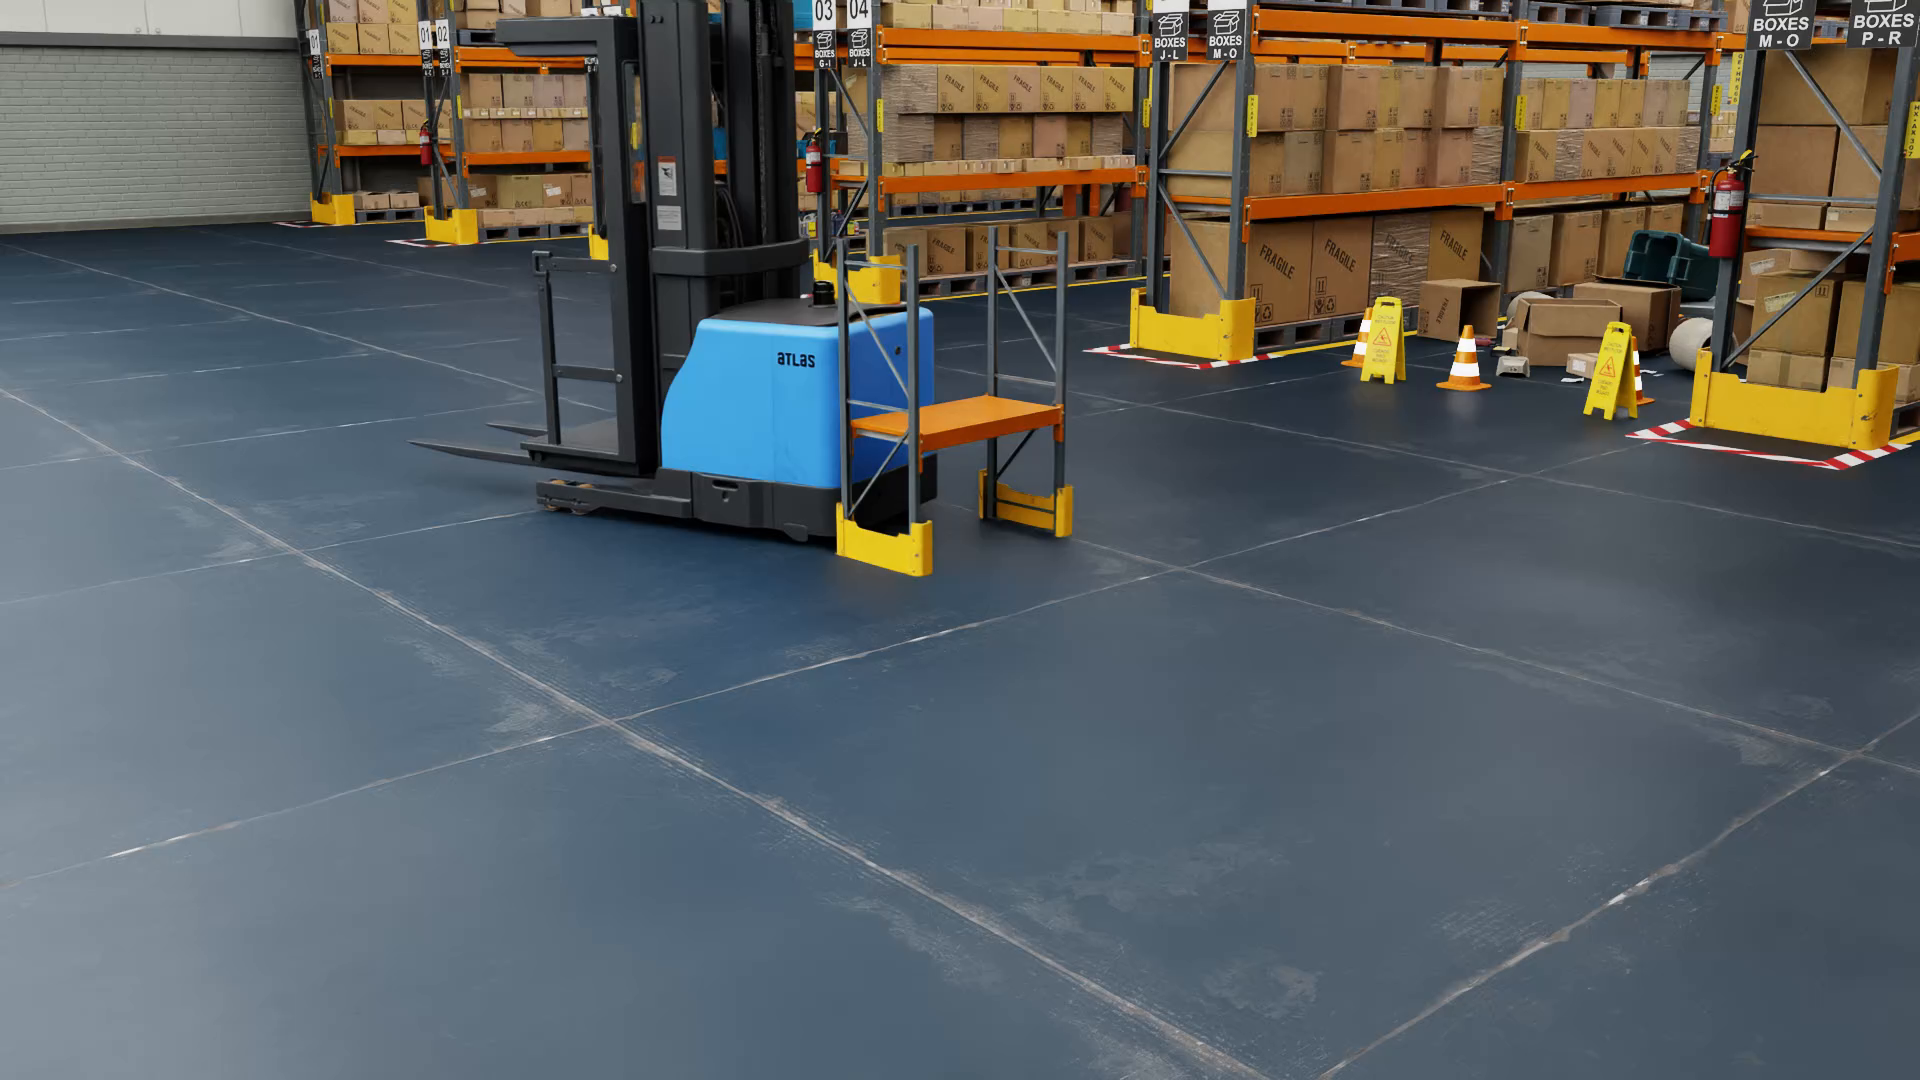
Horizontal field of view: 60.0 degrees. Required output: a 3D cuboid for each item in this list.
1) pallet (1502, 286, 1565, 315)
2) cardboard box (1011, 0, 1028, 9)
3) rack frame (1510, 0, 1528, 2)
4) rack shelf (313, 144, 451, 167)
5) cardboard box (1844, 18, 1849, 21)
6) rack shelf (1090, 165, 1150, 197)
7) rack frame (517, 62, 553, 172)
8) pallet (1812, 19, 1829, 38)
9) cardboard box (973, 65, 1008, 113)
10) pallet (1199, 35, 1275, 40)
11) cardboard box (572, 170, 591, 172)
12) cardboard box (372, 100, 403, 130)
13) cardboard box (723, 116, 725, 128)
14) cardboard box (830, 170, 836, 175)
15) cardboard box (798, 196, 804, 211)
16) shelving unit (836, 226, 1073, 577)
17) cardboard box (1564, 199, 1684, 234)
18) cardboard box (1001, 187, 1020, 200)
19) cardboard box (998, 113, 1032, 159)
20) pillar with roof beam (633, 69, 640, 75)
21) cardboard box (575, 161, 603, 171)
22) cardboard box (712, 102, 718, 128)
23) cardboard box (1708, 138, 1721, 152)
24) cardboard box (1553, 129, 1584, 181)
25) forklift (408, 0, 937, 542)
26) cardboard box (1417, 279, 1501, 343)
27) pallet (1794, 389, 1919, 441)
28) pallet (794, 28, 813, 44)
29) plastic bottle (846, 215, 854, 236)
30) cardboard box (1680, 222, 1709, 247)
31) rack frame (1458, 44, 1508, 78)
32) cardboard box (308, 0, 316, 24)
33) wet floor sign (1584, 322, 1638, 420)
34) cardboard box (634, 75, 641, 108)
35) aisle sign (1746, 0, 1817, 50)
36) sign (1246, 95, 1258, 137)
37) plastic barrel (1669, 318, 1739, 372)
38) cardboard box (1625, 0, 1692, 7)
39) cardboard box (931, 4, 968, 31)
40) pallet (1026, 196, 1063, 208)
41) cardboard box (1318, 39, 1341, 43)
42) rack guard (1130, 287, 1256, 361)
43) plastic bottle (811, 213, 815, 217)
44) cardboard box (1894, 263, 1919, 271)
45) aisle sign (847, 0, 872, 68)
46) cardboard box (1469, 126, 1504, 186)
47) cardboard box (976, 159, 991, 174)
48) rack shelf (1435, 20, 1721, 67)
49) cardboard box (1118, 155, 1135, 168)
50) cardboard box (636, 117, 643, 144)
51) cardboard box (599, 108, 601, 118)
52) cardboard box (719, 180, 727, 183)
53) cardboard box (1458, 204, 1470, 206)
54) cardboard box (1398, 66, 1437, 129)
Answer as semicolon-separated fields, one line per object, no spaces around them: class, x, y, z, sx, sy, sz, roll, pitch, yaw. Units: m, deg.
pallet;5.549;-2.550;17.389;1.213;0.211;1.003;-13;19;-39
cardboard box;0.529;-5.940;18.382;0.250;0.149;0.380;-14;20;-41
rack frame;5.016;-6.651;15.711;0.127;3.000;1.000;-13;19;-39
rack shelf;-9.427;-6.942;29.819;4.000;0.370;1.077;-13;19;-39
cardboard box;11.572;-6.761;21.257;0.500;0.250;0.500;-12;19;-38
rack shelf;3.345;-4.726;21.525;4.000;0.370;1.077;-13;19;-39
rack frame;-7.918;-7.628;30.994;0.127;3.000;1.000;-13;19;-39
pallet;9.735;-6.206;20.222;1.003;0.211;1.213;-13;19;-39
cardboard box;0.171;-4.941;18.227;0.500;0.500;0.500;-13;19;-39
pallet;3.153;-6.354;20.775;1.003;0.211;1.213;-13;19;-39
cardboard box;-5.973;-5.714;26.890;0.500;0.500;0.500;-13;19;-39
cardboard box;-9.999;-7.354;28.767;0.500;0.500;0.500;-13;19;-39
cardboard box;-3.676;-6.929;28.183;0.500;0.500;0.500;-11;18;-35
cardboard box;-2.957;-7.861;35.218;0.750;0.750;0.750;-12;19;-38
cardboard box;-3.037;-5.819;28.738;0.500;0.250;0.500;-12;19;-38
shelving unit;-0.014;-0.704;7.980;0.587;1.500;1.083;14;20;42
cardboard box;7.515;-3.460;18.937;0.750;0.750;1.050;-13;20;-40
cardboard box;0.809;-6.803;31.897;0.500;0.500;0.500;-13;19;-39
cardboard box;0.341;-4.604;18.903;0.500;0.500;0.875;-13;19;-39
pillar with roof beam;-3.623;-10.314;29.425;0.400;9.000;9.100;-13;19;-39
cardboard box;-7.044;-7.198;31.924;0.500;0.250;0.500;-13;20;-41
cardboard box;-5.248;-8.485;33.156;0.700;0.500;0.500;13;20;40
cardboard box;8.504;-4.548;19.137;0.250;0.149;0.380;-13;20;-40
cardboard box;5.970;-3.923;16.930;0.500;0.500;0.500;-12;19;-39
forklift;-1.665;-1.655;8.767;3.031;2.935;1.130;8;17;27
cardboard box;4.519;-2.083;15.075;0.500;0.500;0.500;-9;17;-30
pallet;6.018;-0.924;11.302;1.213;0.211;1.003;-13;19;-39
pallet;-1.895;-6.916;22.882;1.003;0.211;1.213;-13;19;-39
plastic bottle;-1.561;-4.454;23.522;0.133;0.283;0.061;-11;19;-37
cardboard box;8.735;-3.495;19.553;0.500;0.500;0.500;-14;20;-42
rack frame;7.872;-6.090;25.238;0.127;3.000;1.000;-13;19;-39
cardboard box;-10.782;-9.064;28.390;0.500;0.500;0.500;-12;19;-37
wet floor sign;4.479;-1.167;11.368;0.232;0.644;0.267;-6;16;-20
cardboard box;-5.374;-7.177;26.599;0.500;0.500;0.700;-13;20;-39
aisle sign;5.087;-3.430;10.241;0.004;0.787;0.394;-13;19;-39
sign;2.359;-3.422;13.418;0.005;0.325;0.100;-13;19;-39
plastic barrel;5.889;-1.528;13.150;0.421;0.421;0.512;0;15;-1
cardboard box;7.442;-5.852;17.697;0.500;0.311;0.500;-13;19;-39
cardboard box;-0.263;-5.554;17.708;0.500;0.250;0.500;-13;20;-41
pallet;1.890;-6.788;33.255;1.213;0.211;1.003;-13;19;-39
cardboard box;4.657;-6.661;21.853;0.500;0.250;0.500;-13;19;-39
rack guard;1.981;-1.863;14.255;0.348;0.500;1.175;-13;19;-39
plastic bottle;-2.169;-4.567;23.961;0.135;0.276;0.152;-12;19;-37
cardboard box;6.534;-1.725;11.955;0.500;0.500;0.500;-13;20;-41
aisle sign;-1.031;-5.244;17.034;0.004;0.787;0.394;-13;19;-39
cardboard box;4.746;-3.760;16.223;0.550;0.550;0.875;-13;19;-39
cardboard box;0.129;-4.151;18.464;0.250;0.149;0.380;-13;19;-39
rack shelf;6.525;-5.193;17.459;4.000;0.370;1.077;-13;19;-39
cardboard box;1.867;-4.520;19.846;0.250;0.149;0.380;-13;19;-39
cardboard box;-5.388;-6.545;26.748;0.500;0.500;0.700;-13;20;-40
cardboard box;-5.687;-6.723;26.157;0.250;0.149;0.380;-12;19;-38
cardboard box;-3.807;-5.915;28.009;0.500;0.311;0.500;-13;20;-40
cardboard box;6.729;-5.003;24.470;0.875;0.875;1.225;-14;20;-41
cardboard box;3.879;-4.110;15.441;0.550;0.550;0.875;-13;19;-39
